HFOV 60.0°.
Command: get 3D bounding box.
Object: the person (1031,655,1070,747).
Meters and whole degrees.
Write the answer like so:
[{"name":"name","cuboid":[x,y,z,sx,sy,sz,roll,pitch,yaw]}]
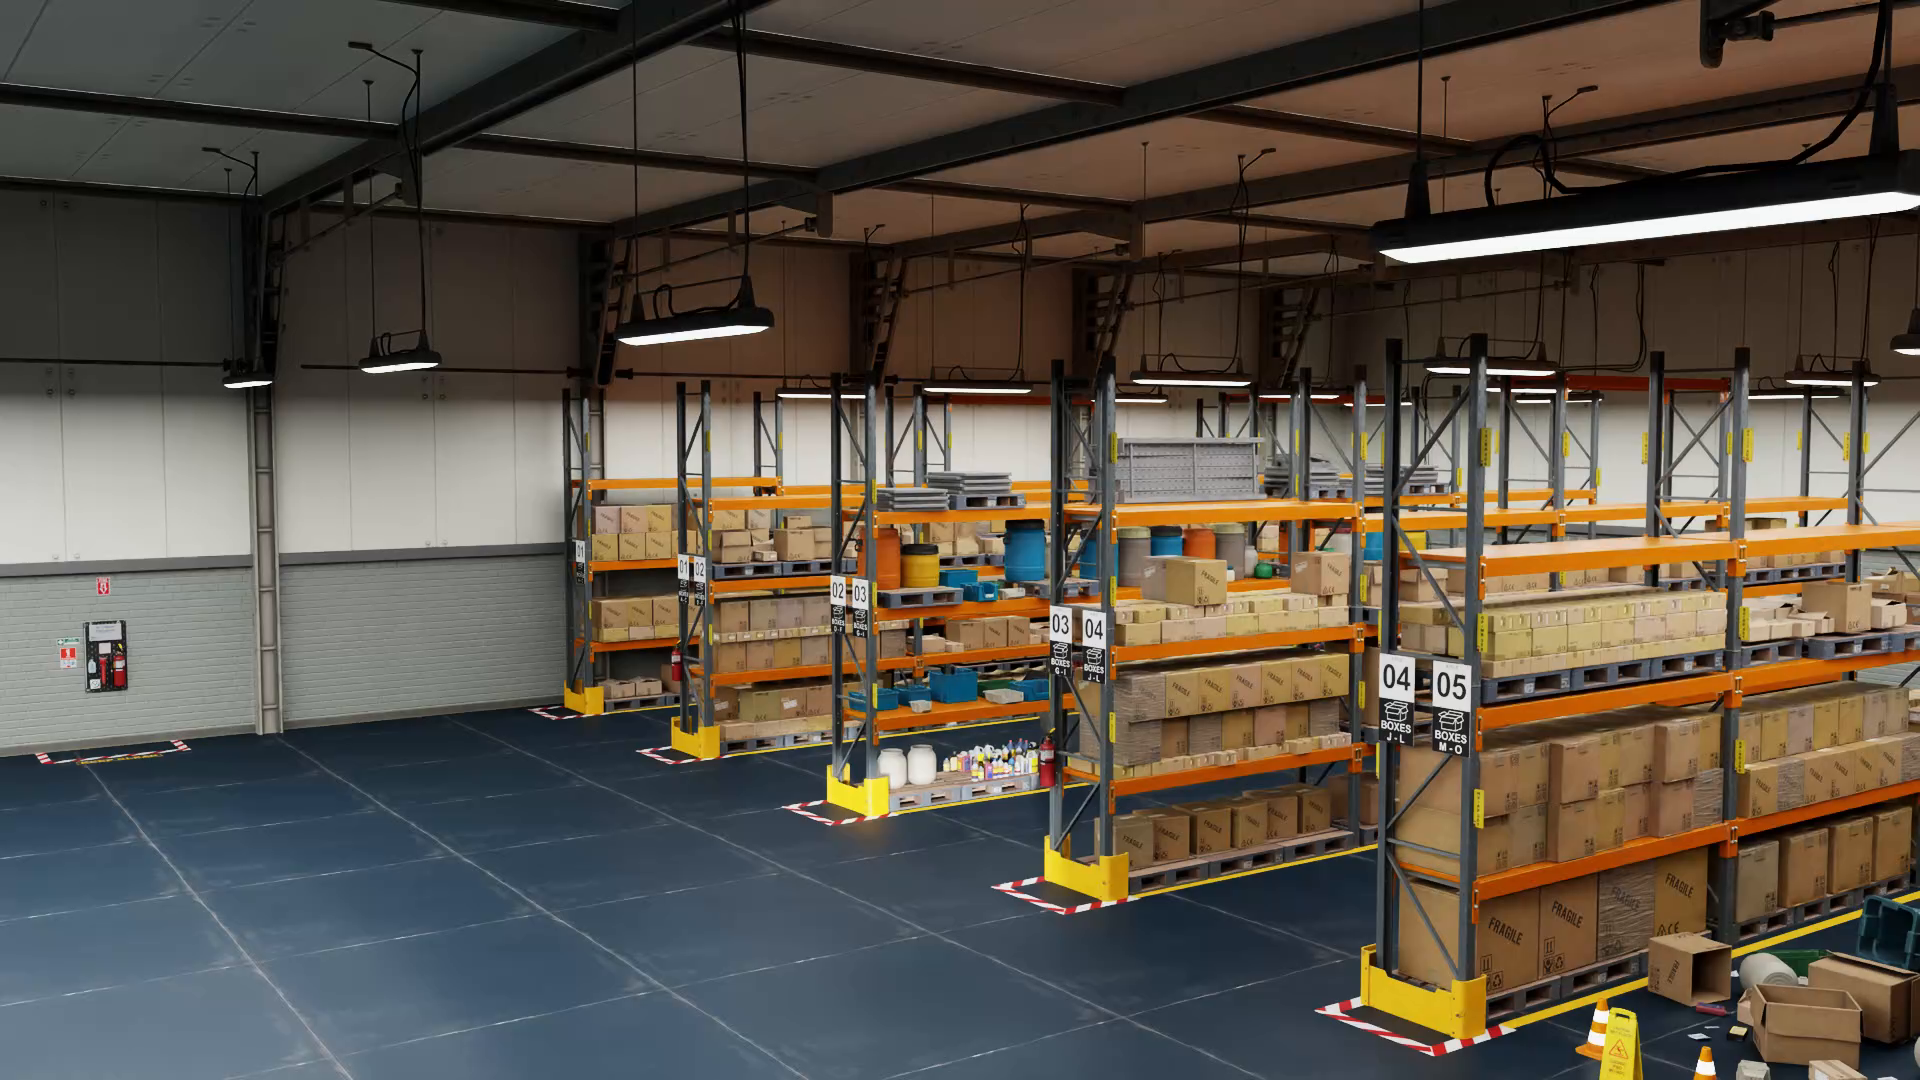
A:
[{"name":"person","cuboid":[1.480,2.617,26.756,0.683,1.634,0.606,2,4,30]}]
